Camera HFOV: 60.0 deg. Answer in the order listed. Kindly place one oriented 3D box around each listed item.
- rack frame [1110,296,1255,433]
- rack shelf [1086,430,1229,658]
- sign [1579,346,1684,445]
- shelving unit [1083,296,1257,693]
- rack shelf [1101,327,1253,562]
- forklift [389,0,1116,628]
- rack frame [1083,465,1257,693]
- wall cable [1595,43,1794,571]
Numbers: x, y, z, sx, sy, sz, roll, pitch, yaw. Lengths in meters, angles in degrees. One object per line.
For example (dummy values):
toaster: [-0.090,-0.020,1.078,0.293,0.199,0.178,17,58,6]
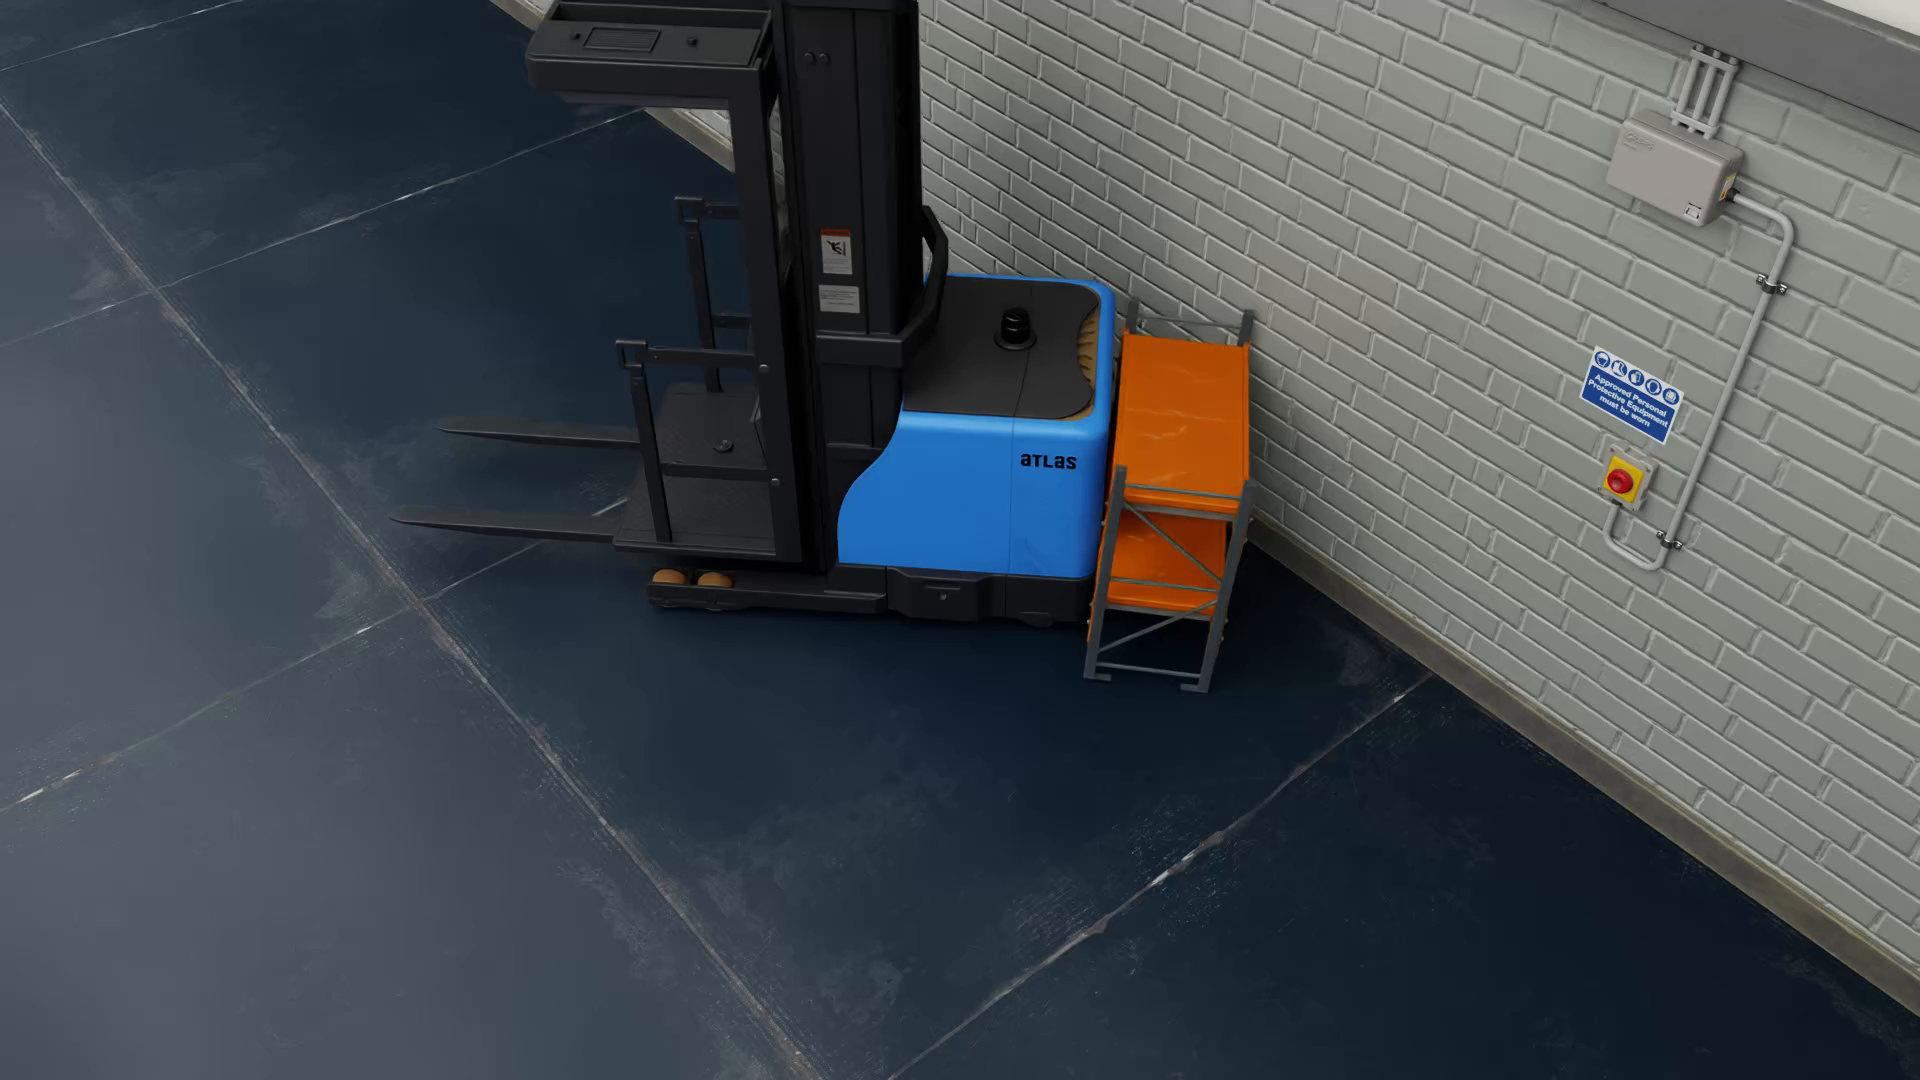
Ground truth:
rack frame: [0.894,-0.531,7.003,0.500,1.125,0.032,7,45,3]
rack shelf: [0.821,-0.005,6.812,0.538,0.278,1.000,7,45,3]
sign: [2.183,-0.472,5.418,0.001,0.218,0.327,-30,51,-28]
shelving unit: [0.833,-0.179,6.641,0.538,1.125,1.048,7,45,3]
rack shelf: [0.847,-0.388,6.436,0.538,0.278,1.000,7,45,3]
forklift: [-0.893,-1.127,6.363,3.031,2.935,1.130,4,43,4]
rack frame: [0.772,0.172,6.279,0.500,1.125,0.032,7,45,3]
wall cable: [2.167,-0.703,5.096,0.123,1.953,0.585,-30,51,-28]
